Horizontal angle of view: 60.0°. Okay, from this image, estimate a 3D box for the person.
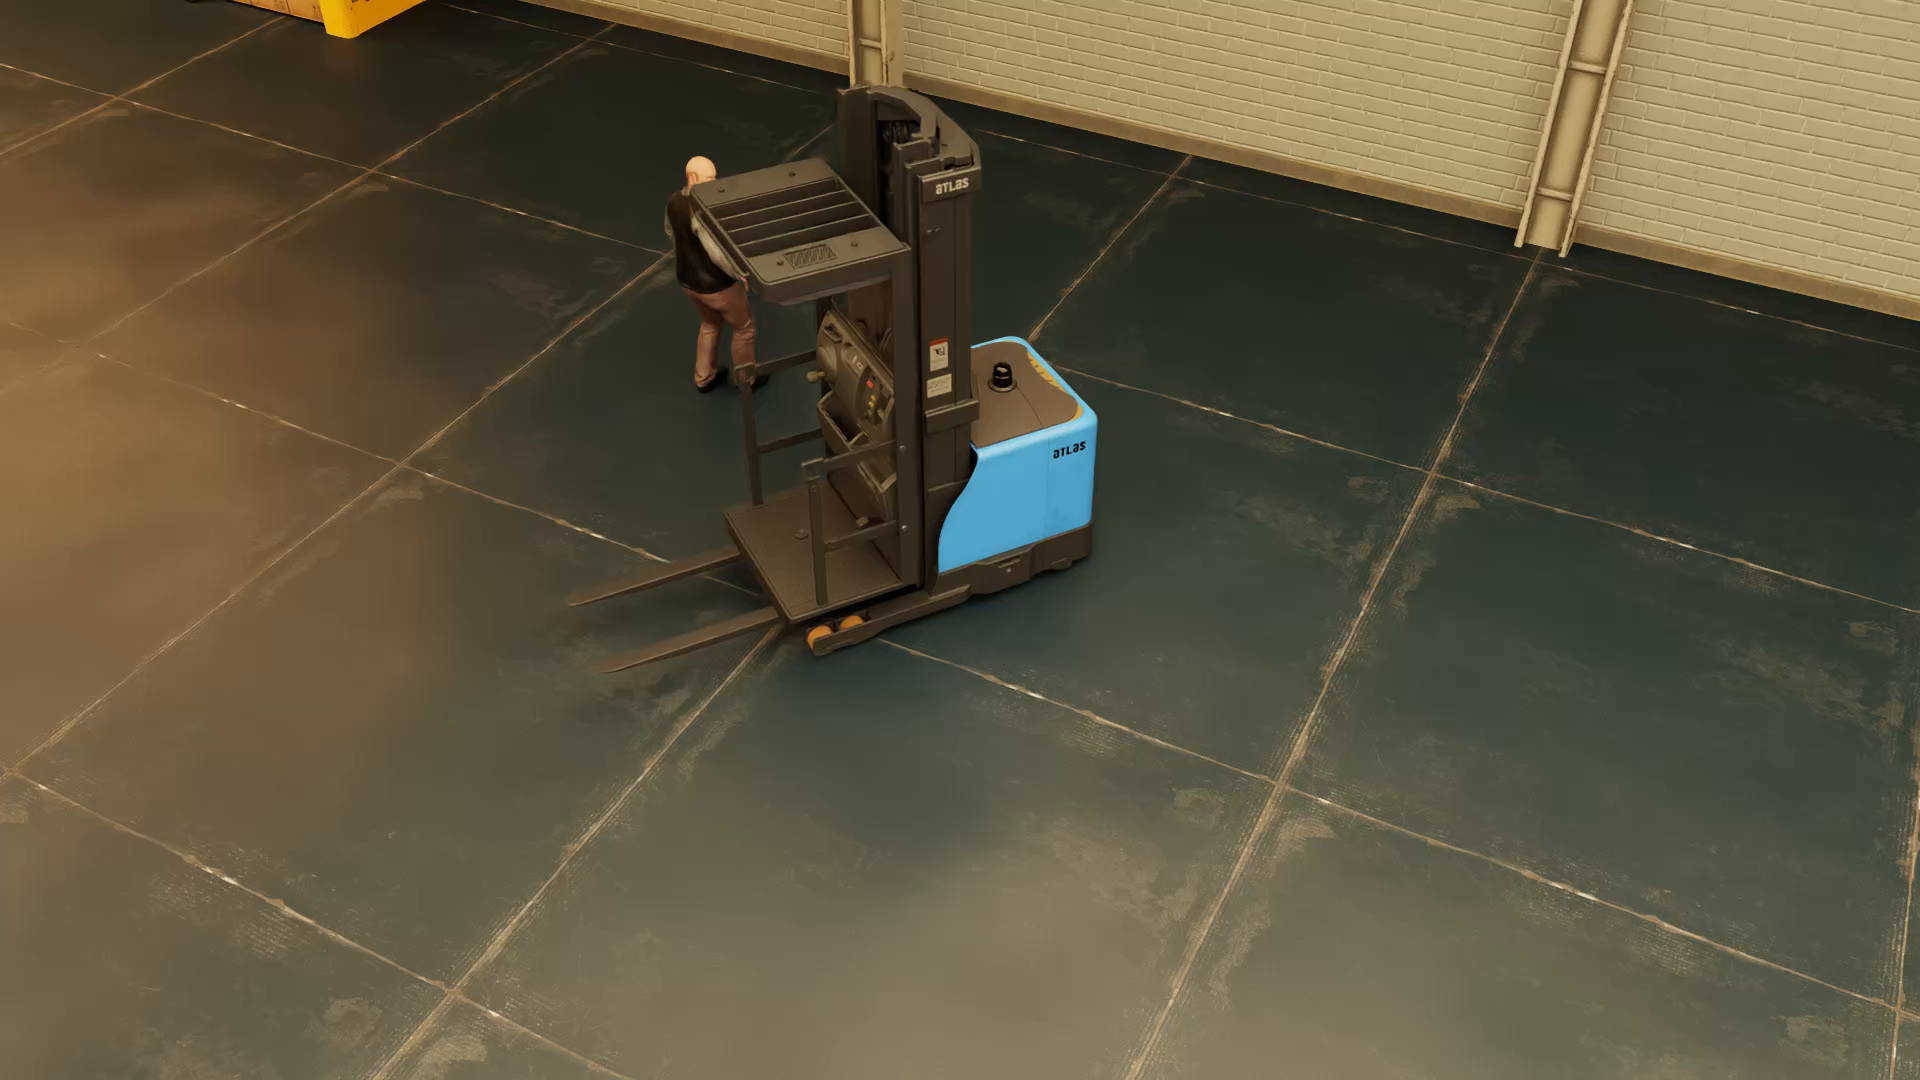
[{"bbox_3d":[-1.632,-1.756,11.036,0.725,1.698,0.511,31,49,32],"label":"person"}]

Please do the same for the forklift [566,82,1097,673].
[{"bbox_3d":[-0.754,-0.856,9.002,3.031,2.935,1.130,-18,43,-20],"label":"forklift"}]
